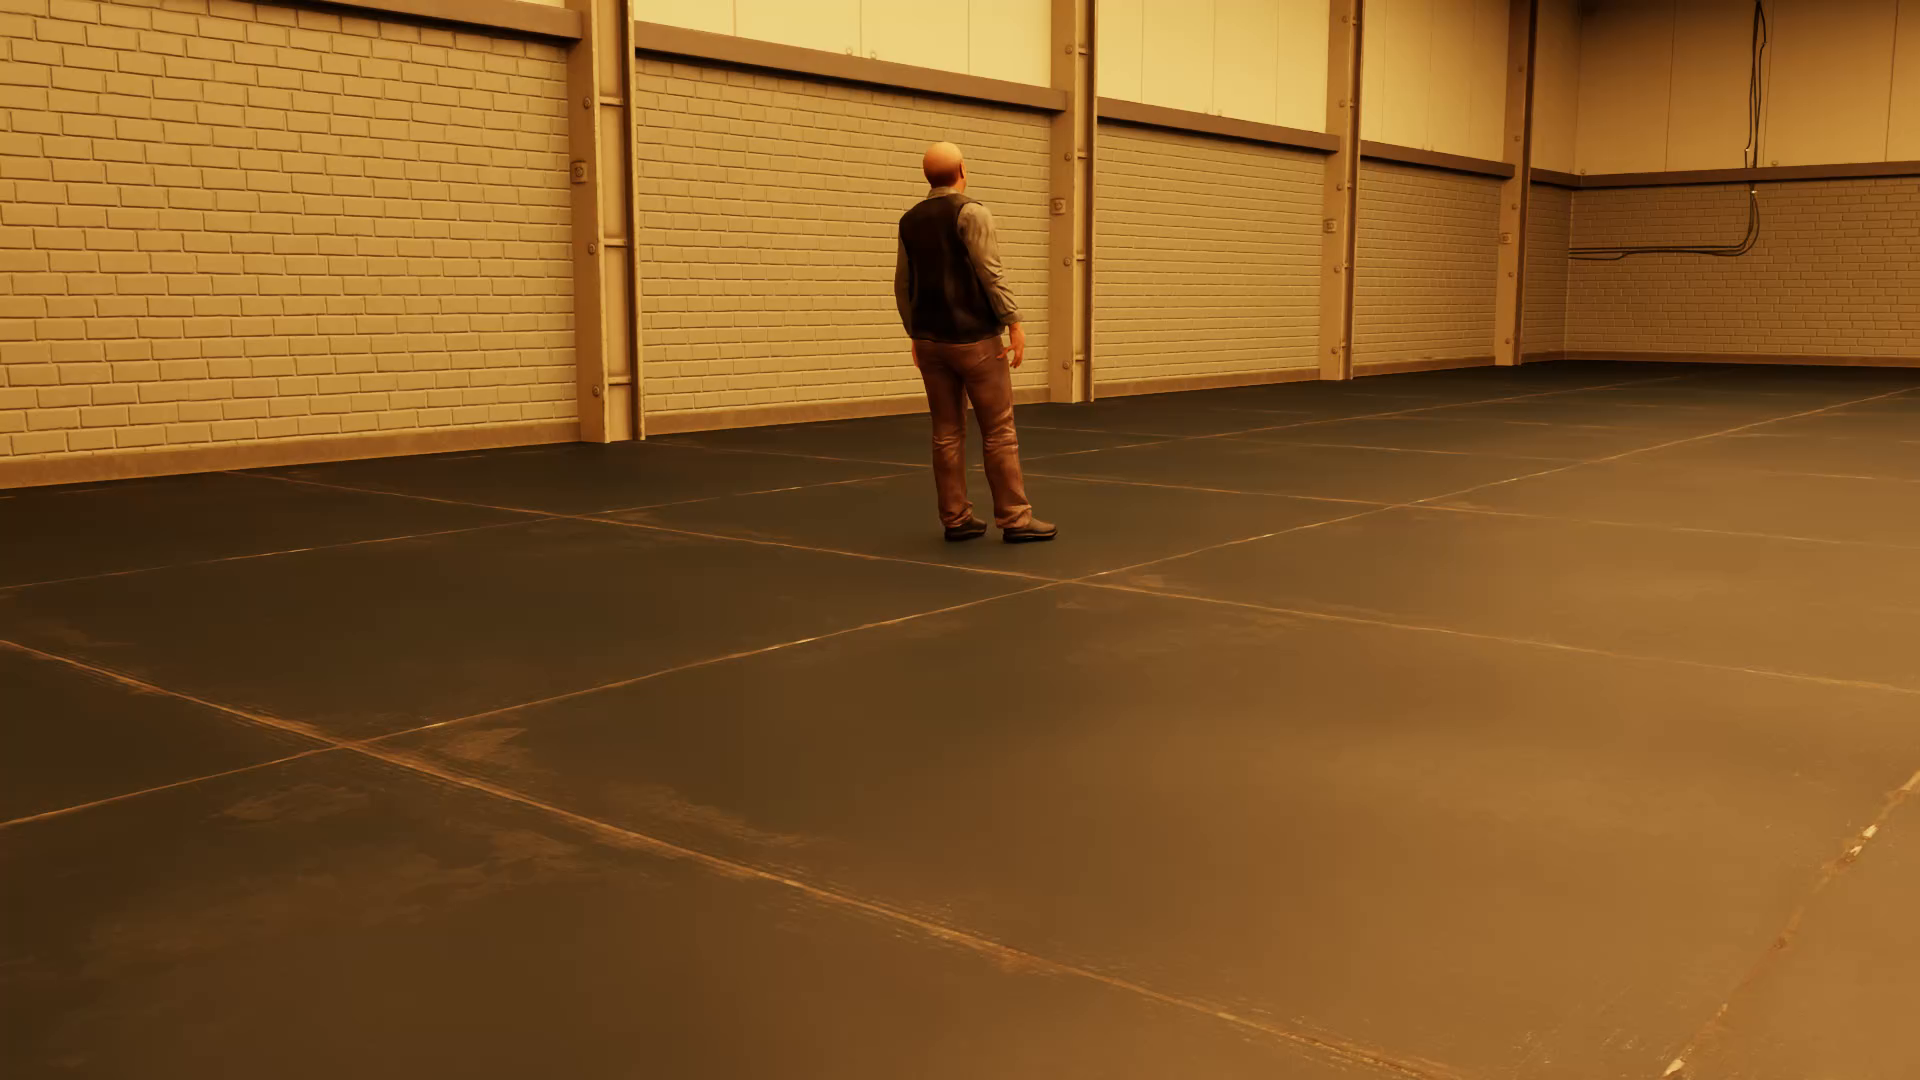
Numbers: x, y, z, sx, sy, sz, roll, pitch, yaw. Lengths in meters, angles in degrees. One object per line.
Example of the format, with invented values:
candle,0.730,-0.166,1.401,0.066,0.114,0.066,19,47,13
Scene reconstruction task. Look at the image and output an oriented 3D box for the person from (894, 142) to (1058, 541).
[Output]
person,0.045,-0.865,7.322,0.632,1.720,0.568,7,11,38
